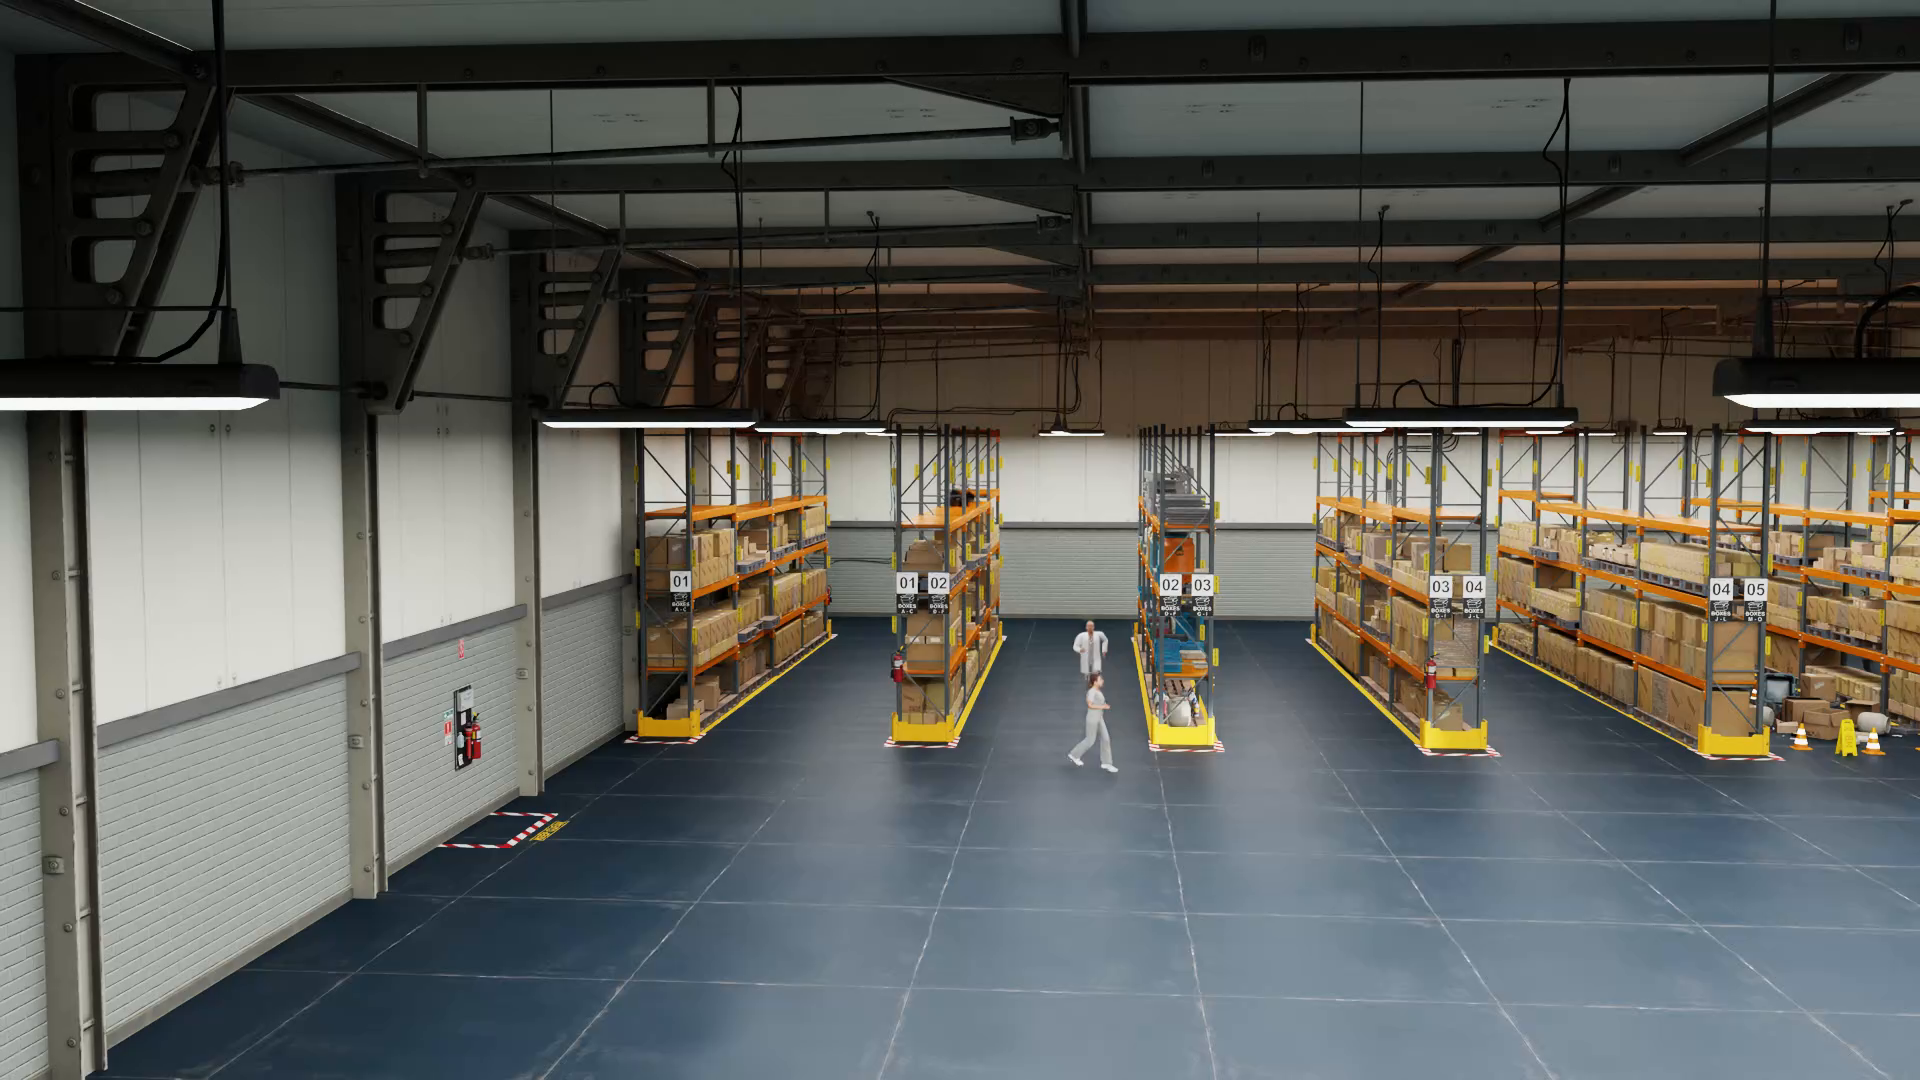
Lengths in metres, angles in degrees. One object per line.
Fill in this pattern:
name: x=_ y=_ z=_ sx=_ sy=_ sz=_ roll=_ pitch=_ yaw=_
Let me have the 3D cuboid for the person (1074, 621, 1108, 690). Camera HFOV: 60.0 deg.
person: x=-0.385 y=3.554 z=20.949 sx=6.080 sy=1.797 sz=31.413 roll=0 pitch=3 yaw=4

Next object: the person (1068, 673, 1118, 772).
person: x=2.287 y=3.138 z=28.674 sx=0.898 sy=1.690 sz=0.554 roll=1 pitch=4 yaw=23

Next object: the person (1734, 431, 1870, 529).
person: x=21.873 y=-0.578 z=47.989 sx=11.483 sy=5.229 sz=4.102 roll=-2 pitch=4 yaw=-25
